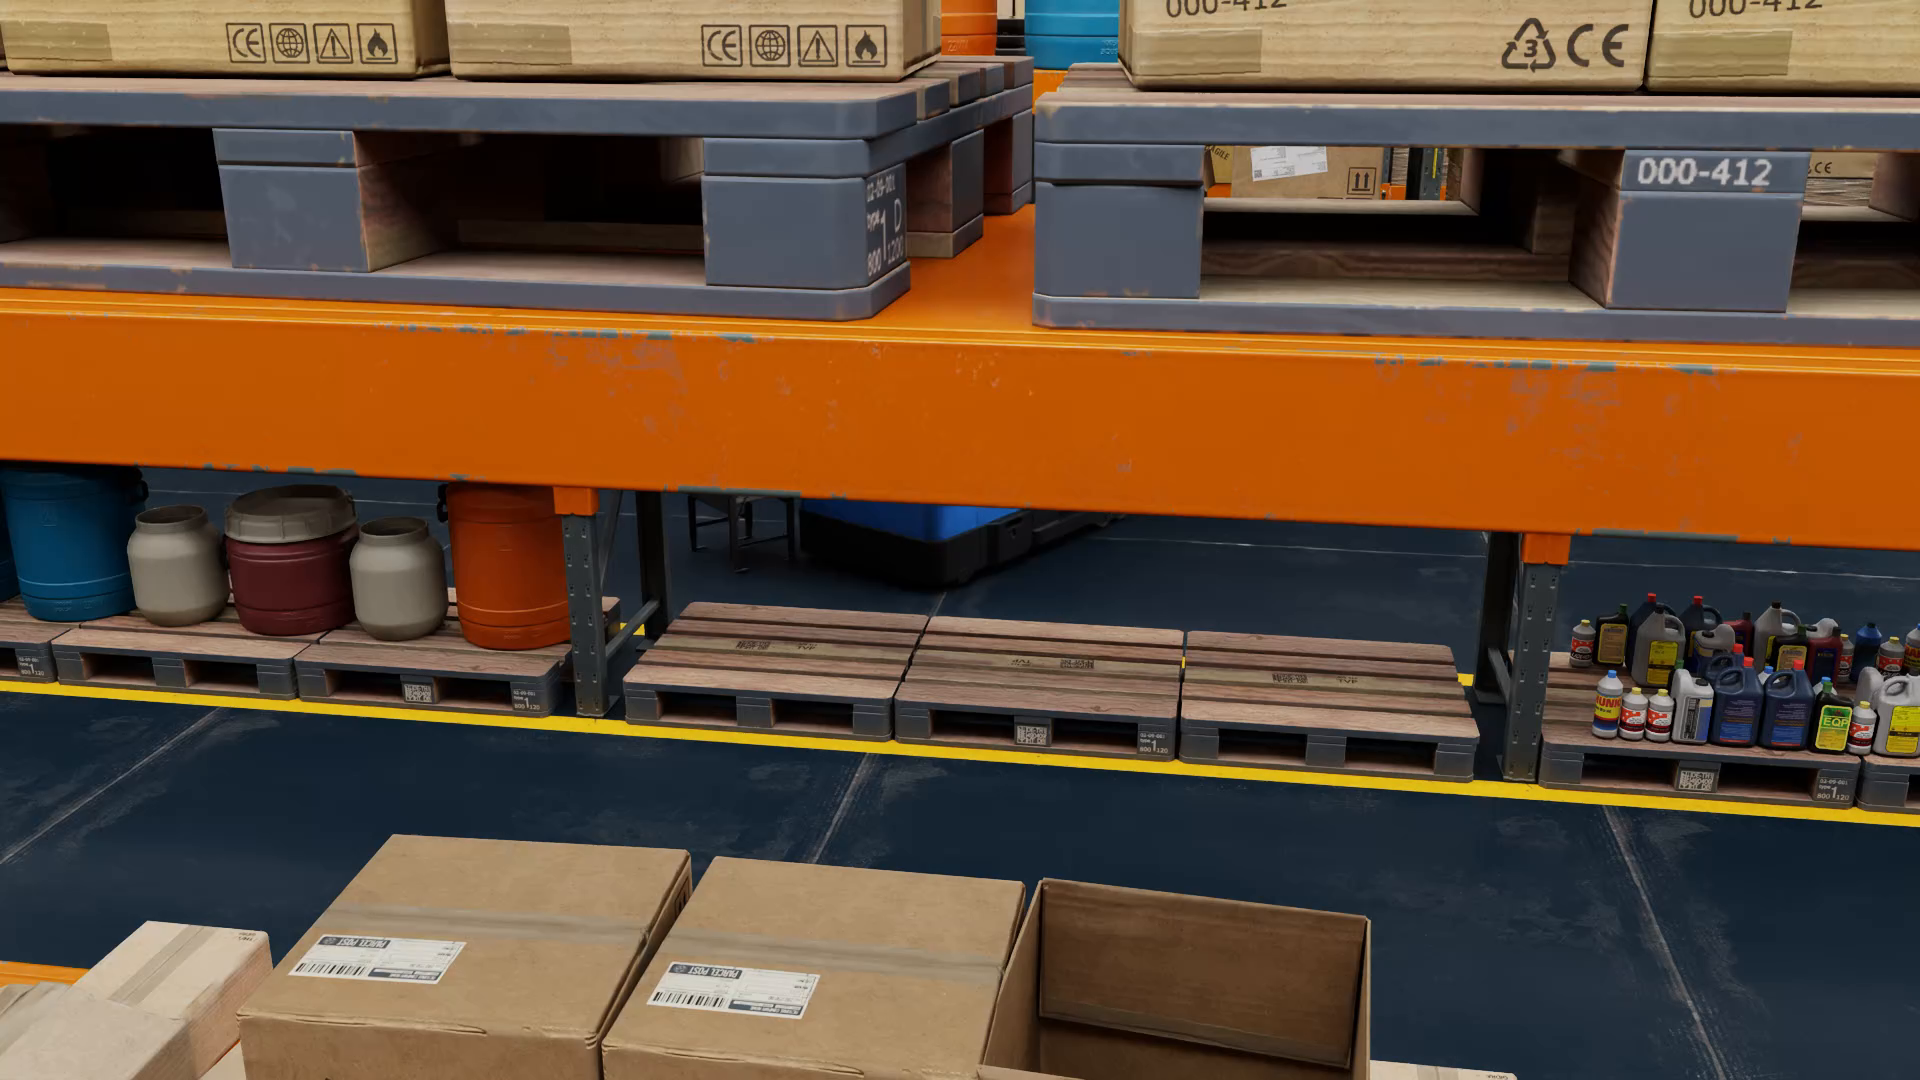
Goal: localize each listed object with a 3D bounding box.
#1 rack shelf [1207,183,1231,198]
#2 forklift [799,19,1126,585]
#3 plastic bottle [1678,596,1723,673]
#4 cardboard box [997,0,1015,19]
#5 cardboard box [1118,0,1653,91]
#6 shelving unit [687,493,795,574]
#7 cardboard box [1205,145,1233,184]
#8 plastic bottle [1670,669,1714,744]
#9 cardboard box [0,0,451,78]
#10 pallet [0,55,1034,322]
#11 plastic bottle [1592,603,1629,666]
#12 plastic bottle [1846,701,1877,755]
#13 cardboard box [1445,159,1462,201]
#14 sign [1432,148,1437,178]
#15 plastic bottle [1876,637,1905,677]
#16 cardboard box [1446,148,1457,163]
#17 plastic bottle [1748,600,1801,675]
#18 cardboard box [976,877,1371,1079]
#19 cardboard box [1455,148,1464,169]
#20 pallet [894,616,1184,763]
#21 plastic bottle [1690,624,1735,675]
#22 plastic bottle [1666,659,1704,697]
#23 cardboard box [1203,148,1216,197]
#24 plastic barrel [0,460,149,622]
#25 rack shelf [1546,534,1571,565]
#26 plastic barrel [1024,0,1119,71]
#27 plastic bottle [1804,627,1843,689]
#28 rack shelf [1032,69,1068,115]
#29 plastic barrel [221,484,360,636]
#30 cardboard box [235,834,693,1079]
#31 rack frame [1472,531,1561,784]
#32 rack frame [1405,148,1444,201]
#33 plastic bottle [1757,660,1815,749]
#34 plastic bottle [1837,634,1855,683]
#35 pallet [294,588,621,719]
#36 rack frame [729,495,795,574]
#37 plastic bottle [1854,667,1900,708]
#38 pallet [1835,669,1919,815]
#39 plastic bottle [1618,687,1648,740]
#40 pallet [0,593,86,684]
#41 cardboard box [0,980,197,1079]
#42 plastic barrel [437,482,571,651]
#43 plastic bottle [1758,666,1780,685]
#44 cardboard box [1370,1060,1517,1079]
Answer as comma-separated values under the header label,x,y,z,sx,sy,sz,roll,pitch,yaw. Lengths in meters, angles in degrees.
label,x,y,z,sx,sy,sz,roll,pitch,yaw
rack shelf,2.072,-3.442,16.497,4.000,0.370,1.077,3,19,9
forklift,0.393,-1.550,9.817,1.130,2.935,3.031,14,23,36
plastic bottle,3.246,0.417,7.311,0.185,0.351,0.144,2,19,6
cardboard box,0.142,-3.557,11.216,0.500,0.250,0.500,3,19,10
cardboard box,0.436,-0.642,1.841,0.500,0.250,0.500,1,19,3
shelving unit,-1.248,-0.909,9.212,0.431,2.100,0.503,-13,23,-35
cardboard box,2.492,-3.724,16.047,0.500,0.500,0.500,3,19,9
plastic bottle,2.944,0.662,6.697,0.135,0.276,0.152,4,19,11
cardboard box,-0.823,-0.724,2.087,0.500,0.250,0.500,3,19,8
pallet,-0.575,-0.503,2.150,1.213,0.211,1.003,4,19,11
plastic bottle,2.902,0.418,7.414,0.133,0.283,0.061,4,19,11
plastic bottle,3.568,0.738,6.587,0.097,0.201,0.097,0,18,0
cardboard box,3.595,-2.280,11.265,0.500,0.500,0.875,3,19,9
sign,3.076,-2.509,10.750,0.005,0.325,0.100,3,19,9
plastic bottle,4.049,0.521,7.234,0.097,0.201,0.097,0,18,0
cardboard box,3.648,-2.860,11.422,0.500,0.500,0.500,3,19,9
plastic bottle,3.565,0.433,7.262,0.185,0.351,0.144,3,19,8
cardboard box,0.310,0.852,2.373,0.500,0.500,0.500,4,19,13
cardboard box,3.564,-2.694,10.926,0.500,0.500,0.500,3,19,9
pallet,0.385,0.652,7.521,1.213,0.211,1.003,3,19,9
plastic bottle,3.247,0.500,7.180,0.135,0.276,0.152,3,19,9
plastic bottle,2.960,0.625,6.796,0.133,0.283,0.061,3,19,9
cardboard box,1.434,-2.440,11.545,0.637,0.503,0.797,5,19,14
plastic barrel,-4.290,-0.121,8.081,0.708,0.901,0.600,3,19,9
rack shelf,4.350,-0.140,6.629,4.000,0.370,1.077,3,19,9
plastic barrel,0.547,-2.266,6.330,0.708,0.901,0.600,3,19,9
plastic bottle,3.708,0.508,7.145,0.133,0.283,0.061,3,19,9
rack shelf,0.400,-1.764,6.755,4.000,0.370,1.077,3,19,9
plastic barrel,-3.175,0.085,7.961,0.708,0.588,0.600,3,19,9
cardboard box,-0.705,0.800,2.527,0.500,0.500,0.500,2,19,6
rack frame,2.375,-0.582,6.816,0.127,3.000,1.000,3,19,9
rack frame,3.161,-2.134,11.453,0.127,3.000,1.000,3,19,9
plastic bottle,3.292,0.645,6.628,0.185,0.351,0.144,2,19,6
plastic bottle,3.846,0.511,7.265,0.097,0.201,0.097,0,18,0
pallet,-2.359,0.512,7.940,1.213,0.211,1.003,3,19,9
rack frame,-1.102,-0.848,9.027,0.400,2.100,0.015,-13,23,-35
plastic bottle,3.711,0.655,6.718,0.135,0.276,0.152,3,19,9
pallet,4.239,0.848,6.937,1.213,0.211,1.003,3,19,9
plastic bottle,2.720,0.695,6.716,0.097,0.201,0.097,0,18,0
pallet,-4.769,0.389,8.307,1.213,0.211,1.003,3,19,9
cardboard box,-1.511,0.916,2.479,0.500,0.311,0.500,3,19,8
plastic barrel,-2.060,0.027,7.753,0.708,0.830,0.600,3,19,9
plastic bottle,3.268,0.643,6.760,0.097,0.271,0.097,0,18,0
cardboard box,0.743,0.980,2.543,0.250,0.149,0.380,3,19,9
